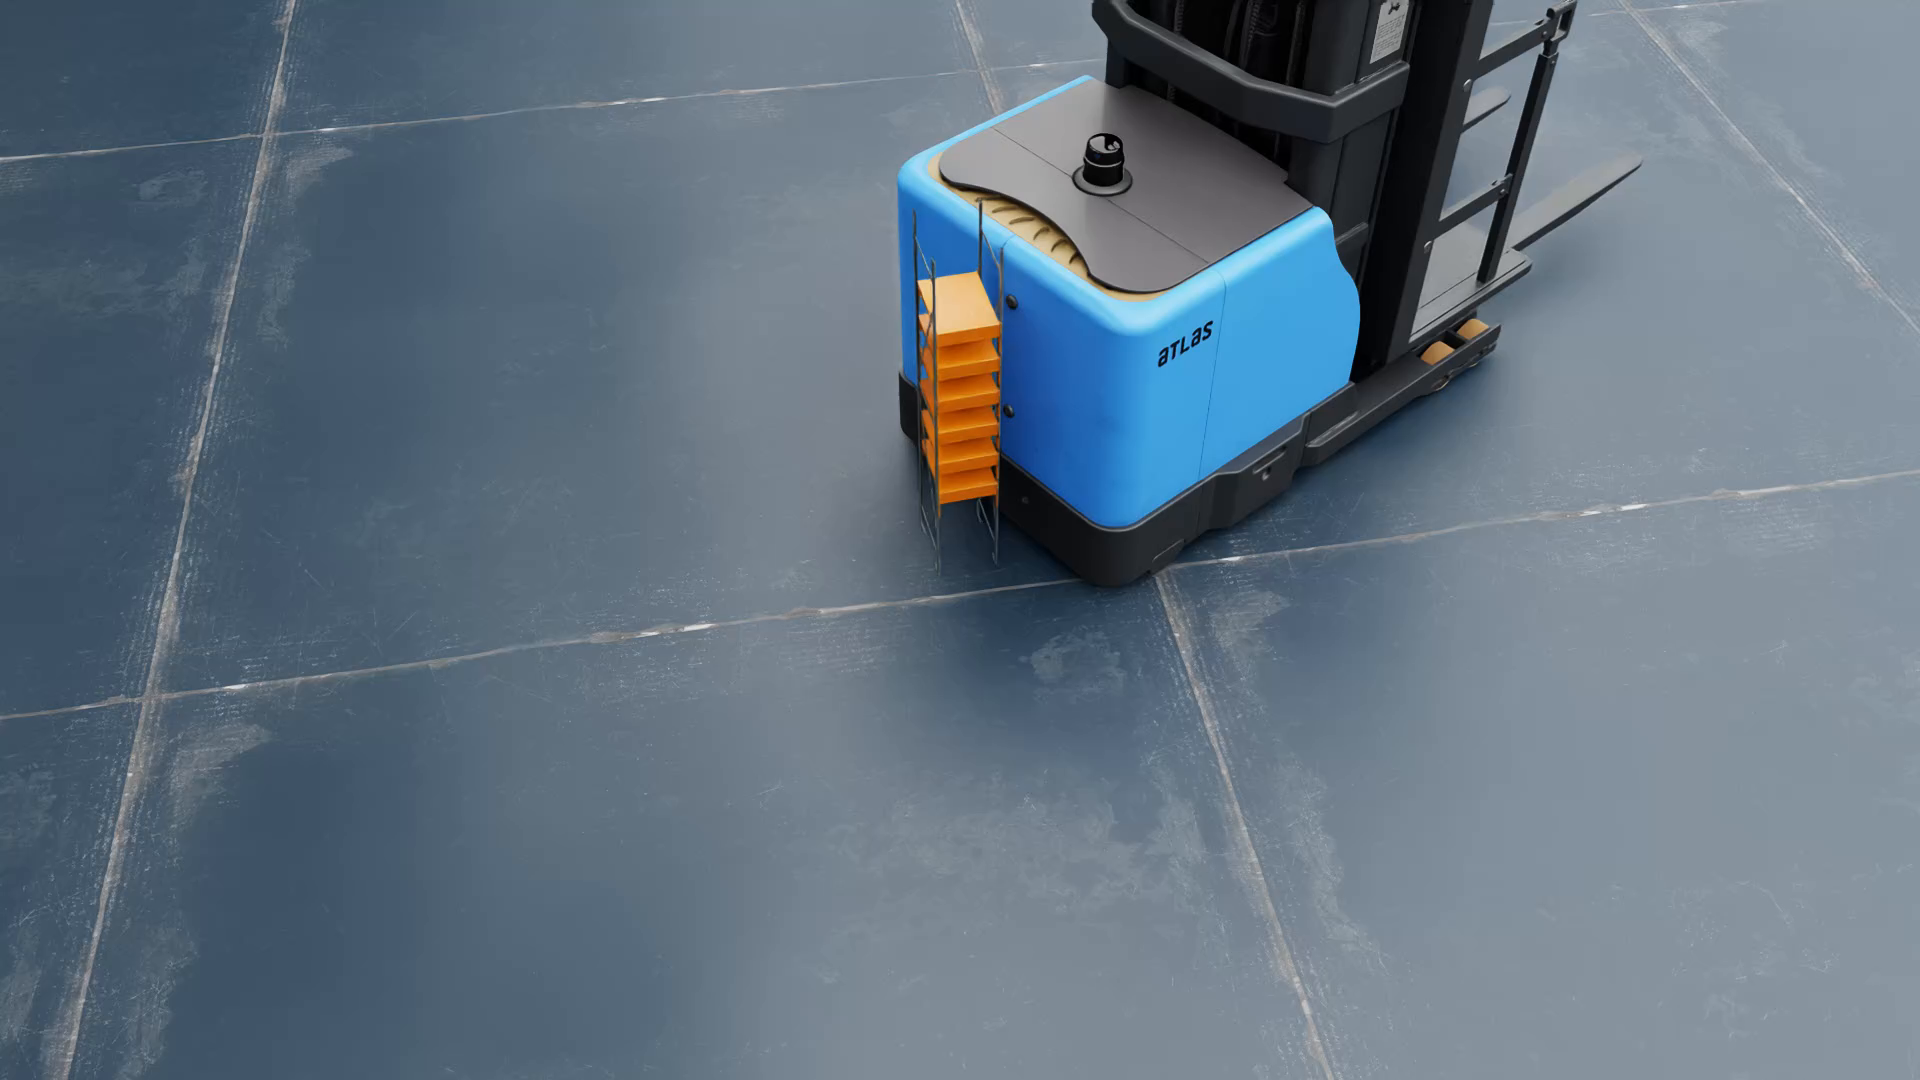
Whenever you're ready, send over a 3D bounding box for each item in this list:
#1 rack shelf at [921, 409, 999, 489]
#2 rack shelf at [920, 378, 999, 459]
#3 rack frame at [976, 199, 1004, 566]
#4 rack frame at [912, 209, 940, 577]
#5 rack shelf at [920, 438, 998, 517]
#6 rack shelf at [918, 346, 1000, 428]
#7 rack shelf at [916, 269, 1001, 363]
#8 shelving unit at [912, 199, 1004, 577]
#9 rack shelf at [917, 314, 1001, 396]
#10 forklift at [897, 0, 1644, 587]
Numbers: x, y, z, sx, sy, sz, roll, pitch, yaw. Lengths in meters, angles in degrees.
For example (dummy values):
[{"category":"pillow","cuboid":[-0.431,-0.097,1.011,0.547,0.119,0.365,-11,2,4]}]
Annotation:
[{"category":"rack shelf","cuboid":[-0.005,-0.288,4.921,0.180,0.103,0.258,-10,47,-10]},{"category":"rack shelf","cuboid":[-0.006,-0.370,4.834,0.180,0.103,0.258,-10,47,-10]},{"category":"rack frame","cuboid":[0.083,-0.417,4.817,0.006,1.200,0.240,-10,47,-10]},{"category":"rack frame","cuboid":[-0.094,-0.385,4.786,0.006,1.200,0.240,-10,47,-10]},{"category":"rack shelf","cuboid":[-0.005,-0.205,5.008,0.180,0.103,0.258,-10,47,-10]},{"category":"rack shelf","cuboid":[-0.006,-0.453,4.747,0.180,0.103,0.258,-10,47,-10]},{"category":"rack shelf","cuboid":[-0.006,-0.619,4.573,0.180,0.103,0.258,-10,47,-10]},{"category":"shelving unit","cuboid":[-0.006,-0.401,4.802,0.189,1.200,0.258,-10,47,-10]},{"category":"rack shelf","cuboid":[-0.006,-0.536,4.660,0.180,0.103,0.258,-10,47,-10]},{"category":"forklift","cuboid":[1.247,-1.792,4.941,3.031,2.935,1.130,-32,54,-27]}]
